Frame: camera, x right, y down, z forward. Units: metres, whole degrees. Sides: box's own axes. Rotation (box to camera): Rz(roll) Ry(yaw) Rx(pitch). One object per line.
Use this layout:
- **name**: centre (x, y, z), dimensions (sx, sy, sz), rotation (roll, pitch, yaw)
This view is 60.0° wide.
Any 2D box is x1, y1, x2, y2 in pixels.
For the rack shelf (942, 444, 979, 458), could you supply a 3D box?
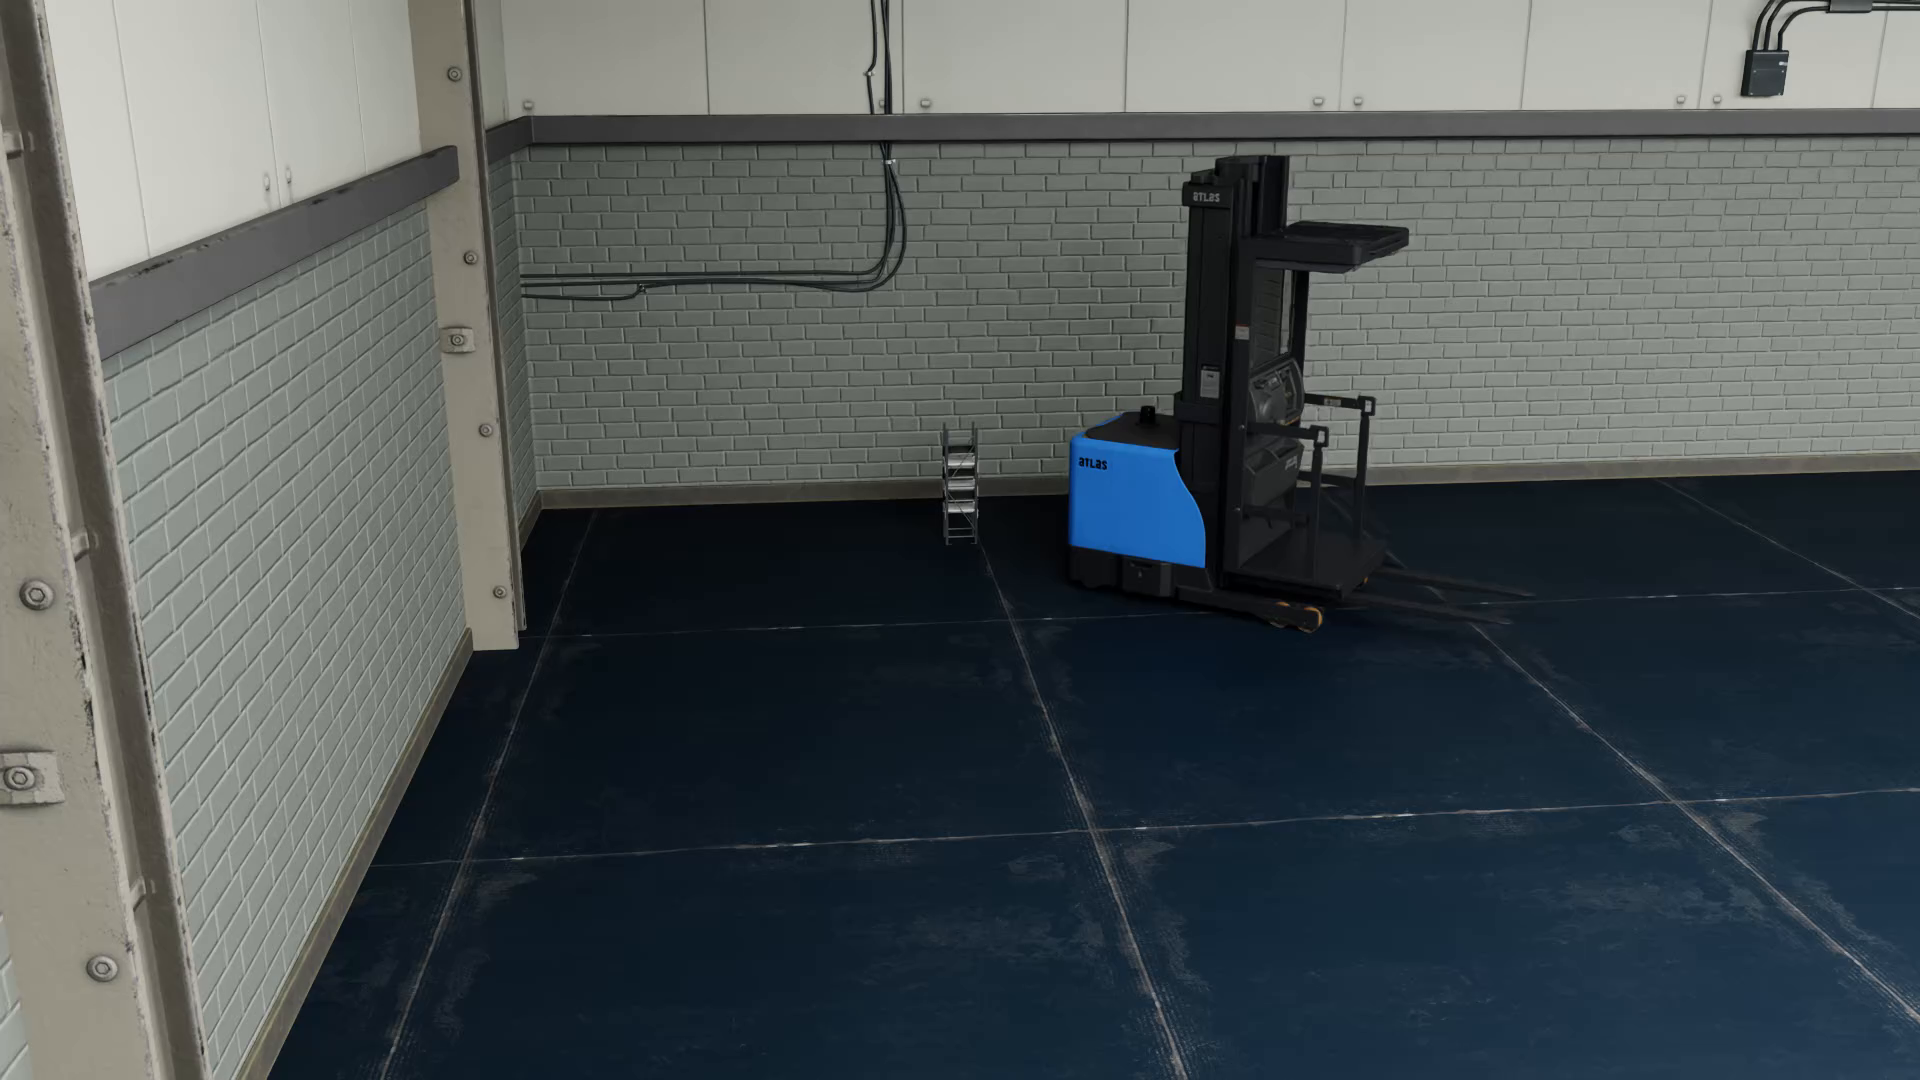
- **rack shelf**: centre (0.001, -0.653, 12.464), dimensions (0.258, 0.077, 0.200), rotation (-2, 18, -6)

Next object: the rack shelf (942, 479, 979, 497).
- **rack shelf**: centre (0.001, -0.395, 12.545), dimensions (0.258, 0.077, 0.200), rotation (-2, 18, -6)

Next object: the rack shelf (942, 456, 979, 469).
- **rack shelf**: centre (0.001, -0.567, 12.491), dimensions (0.258, 0.077, 0.200), rotation (-2, 18, -6)

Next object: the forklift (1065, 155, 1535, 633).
- **forklift**: centre (2.268, -0.980, 10.904), dimensions (3.031, 2.935, 1.130), rotation (10, 20, 29)

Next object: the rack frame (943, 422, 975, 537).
- **rack frame**: centre (-0.010, -0.457, 12.631), dimensions (0.240, 0.900, 0.006), rotation (-2, 18, -6)

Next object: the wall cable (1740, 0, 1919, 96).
- **wall cable**: centre (7.491, -6.491, 12.651), dimensions (2.305, 6.003, 0.169), rotation (-2, 18, -6)

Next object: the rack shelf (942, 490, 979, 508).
- **rack shelf**: centre (0.001, -0.309, 12.572), dimensions (0.258, 0.077, 0.200), rotation (-2, 18, -6)

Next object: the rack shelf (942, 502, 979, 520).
- **rack shelf**: centre (0.001, -0.223, 12.598), dimensions (0.258, 0.077, 0.200), rotation (-2, 18, -6)

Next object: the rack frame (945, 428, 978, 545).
- **rack frame**: centre (0.011, -0.397, 12.438), dimensions (0.240, 0.900, 0.006), rotation (-2, 18, -6)

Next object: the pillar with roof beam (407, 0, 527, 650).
- **pillar with roof beam**: centre (1.317, -3.794, 9.739), dimensions (9.100, 9.000, 0.400), rotation (-2, 18, -6)

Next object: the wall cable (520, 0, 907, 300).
- **wall cable**: centre (-1.954, -3.098, 12.706), dimensions (3.097, 2.526, 0.112), rotation (-2, 18, -6)

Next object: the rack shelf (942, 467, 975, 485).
- **rack shelf**: centre (0.001, -0.481, 12.518), dimensions (0.258, 0.077, 0.200), rotation (-2, 18, -6)

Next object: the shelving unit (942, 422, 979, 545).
- **shelving unit**: centre (0.001, -0.427, 12.535), dimensions (0.258, 0.900, 0.210), rotation (-2, 18, -6)
